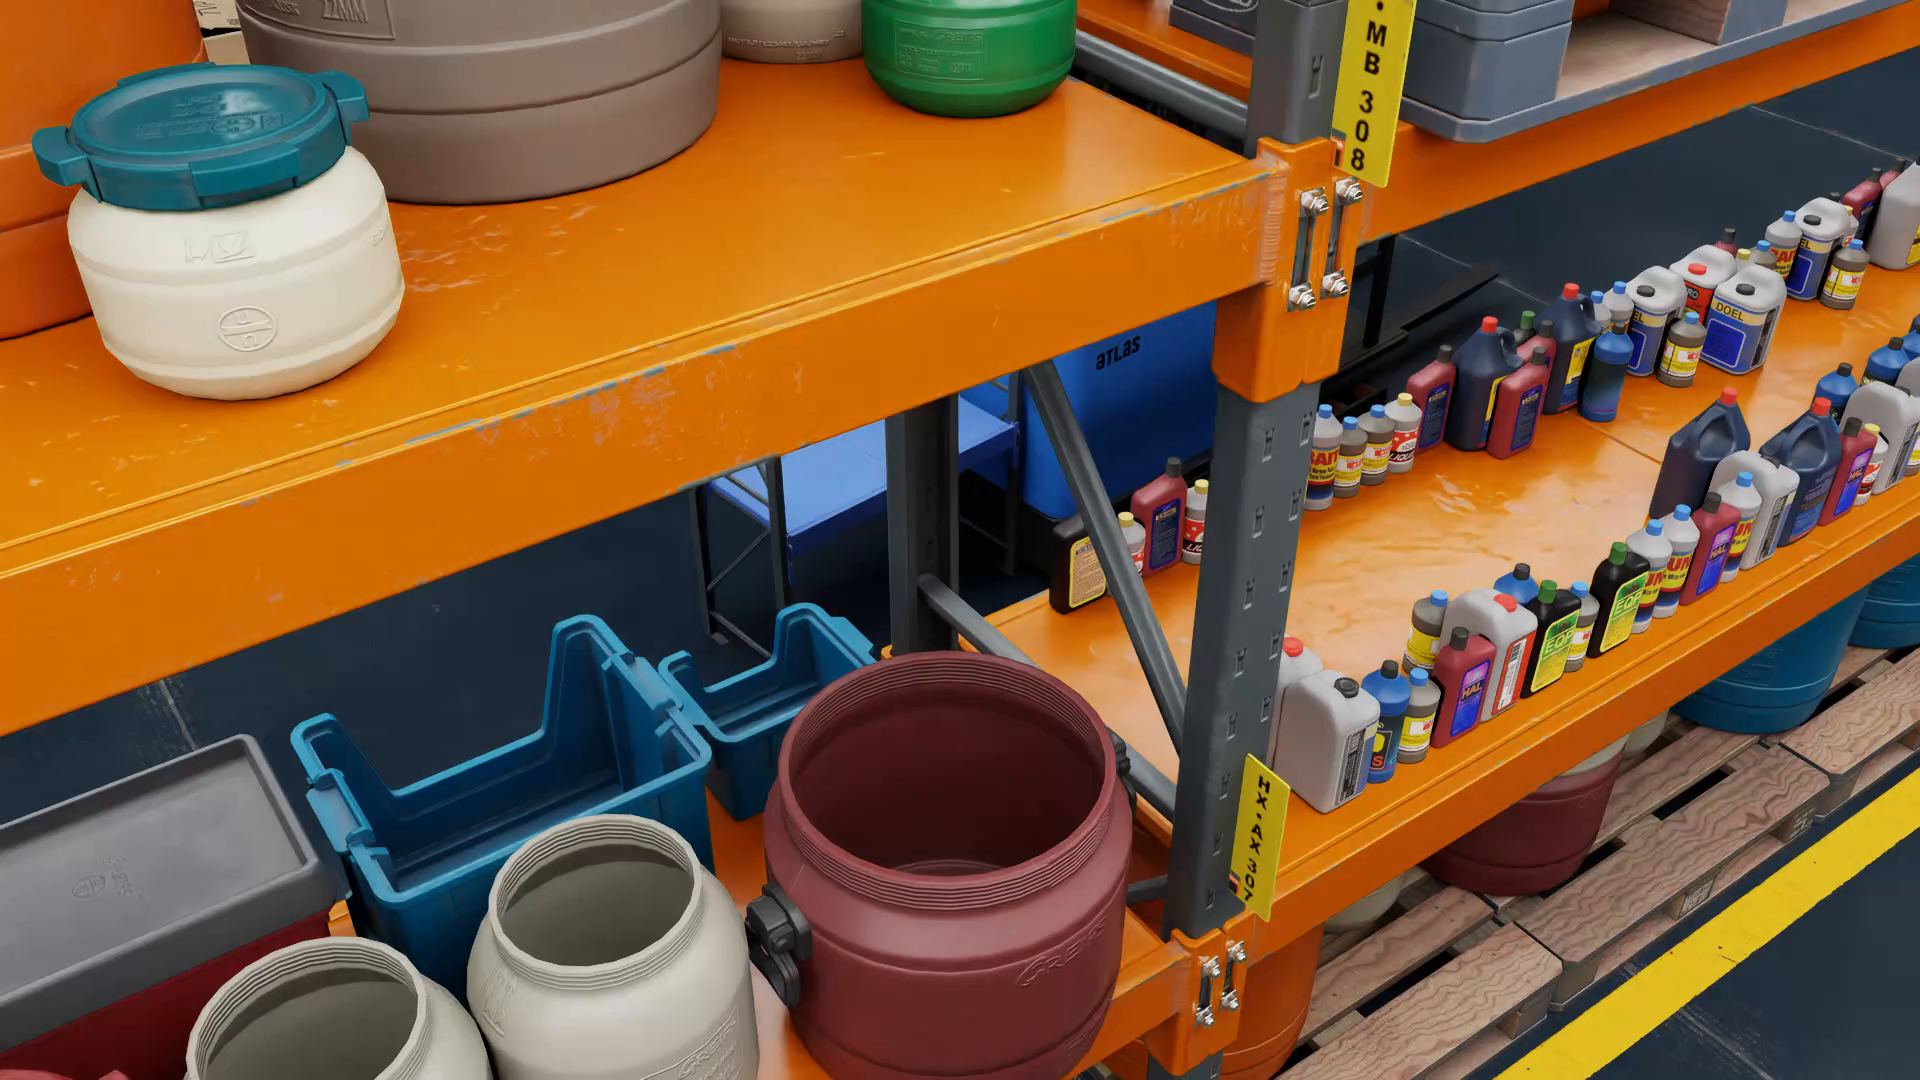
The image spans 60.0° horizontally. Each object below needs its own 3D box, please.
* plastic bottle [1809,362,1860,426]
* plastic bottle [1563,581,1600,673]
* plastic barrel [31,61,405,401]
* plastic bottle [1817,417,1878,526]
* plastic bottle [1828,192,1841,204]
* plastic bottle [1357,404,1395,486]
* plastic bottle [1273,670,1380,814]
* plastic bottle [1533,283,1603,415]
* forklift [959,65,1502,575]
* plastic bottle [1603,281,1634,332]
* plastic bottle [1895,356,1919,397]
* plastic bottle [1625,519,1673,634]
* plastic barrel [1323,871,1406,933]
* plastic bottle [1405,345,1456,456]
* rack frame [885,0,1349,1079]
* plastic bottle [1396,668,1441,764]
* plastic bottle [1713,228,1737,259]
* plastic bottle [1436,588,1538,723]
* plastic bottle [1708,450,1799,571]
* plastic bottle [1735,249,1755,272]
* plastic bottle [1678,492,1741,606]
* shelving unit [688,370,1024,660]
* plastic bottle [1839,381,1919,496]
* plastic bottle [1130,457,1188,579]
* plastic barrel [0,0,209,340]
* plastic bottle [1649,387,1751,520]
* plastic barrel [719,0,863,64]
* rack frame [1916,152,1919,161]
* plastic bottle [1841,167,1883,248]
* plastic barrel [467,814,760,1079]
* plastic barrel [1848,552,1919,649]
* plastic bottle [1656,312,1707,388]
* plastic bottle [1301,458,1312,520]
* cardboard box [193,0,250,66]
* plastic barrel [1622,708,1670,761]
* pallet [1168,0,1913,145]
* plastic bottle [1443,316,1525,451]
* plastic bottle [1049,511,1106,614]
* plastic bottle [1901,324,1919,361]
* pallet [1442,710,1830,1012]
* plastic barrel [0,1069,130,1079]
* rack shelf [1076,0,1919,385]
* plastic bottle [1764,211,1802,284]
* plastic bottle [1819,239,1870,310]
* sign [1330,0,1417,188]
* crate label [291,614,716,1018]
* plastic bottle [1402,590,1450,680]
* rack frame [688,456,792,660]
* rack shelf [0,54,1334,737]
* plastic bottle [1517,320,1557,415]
[{"bbox_3d":[2.221,-0.327,4.246,0.097,0.271,0.097,0,36,0],"label":"plastic bottle"},{"bbox_3d":[1.322,0.180,3.602,0.097,0.201,0.097,0,36,0],"label":"plastic bottle"},{"bbox_3d":[-0.720,-0.306,1.656,0.301,0.262,0.301,0,36,0],"label":"plastic barrel"},{"bbox_3d":[2.145,-0.179,4.030,0.133,0.283,0.061,-22,41,-28],"label":"plastic bottle"},{"bbox_3d":[2.636,-0.932,5.087,0.097,0.271,0.097,0,36,0],"label":"plastic bottle"},{"bbox_3d":[1.040,-0.247,4.194,0.097,0.201,0.097,0,36,0],"label":"plastic bottle"},{"bbox_3d":[0.724,0.376,3.265,0.135,0.276,0.152,-22,41,-28],"label":"plastic bottle"},{"bbox_3d":[1.618,-0.528,4.458,0.185,0.351,0.144,-22,41,-28],"label":"plastic bottle"},{"bbox_3d":[1.132,-1.794,6.235,3.031,2.935,1.130,-28,44,-33],"label":"forklift"},{"bbox_3d":[1.799,-0.587,4.608,0.097,0.271,0.097,0,36,0],"label":"plastic bottle"},{"bbox_3d":[2.497,-0.354,4.279,0.135,0.276,0.152,-22,41,-28],"label":"plastic bottle"},{"bbox_3d":[1.511,0.073,3.689,0.097,0.271,0.097,0,36,0],"label":"plastic bottle"},{"bbox_3d":[0.985,0.751,4.408,0.421,0.512,0.421,0,36,0],"label":"plastic barrel"},{"bbox_3d":[1.204,-0.360,4.282,0.133,0.283,0.061,-22,41,-28],"label":"plastic bottle"},{"bbox_3d":[0.185,0.317,3.241,0.127,3.000,1.000,-22,41,-28],"label":"rack frame"},{"bbox_3d":[0.915,0.347,3.368,0.097,0.201,0.097,0,36,0],"label":"plastic bottle"},{"bbox_3d":[2.183,-0.763,4.842,0.133,0.283,0.061,-22,41,-28],"label":"plastic bottle"},{"bbox_3d":[1.103,0.220,3.481,0.135,0.276,0.152,-22,41,-28],"label":"plastic bottle"},{"bbox_3d":[1.858,-0.091,3.914,0.135,0.276,0.152,-22,41,-28],"label":"plastic bottle"},{"bbox_3d":[2.288,-0.760,4.908,0.097,0.201,0.097,0,36,0],"label":"plastic bottle"},{"bbox_3d":[1.695,0.006,3.773,0.133,0.283,0.061,-22,41,-28],"label":"plastic bottle"},{"bbox_3d":[-0.339,-0.387,5.504,1.048,1.500,0.538,-28,44,-33],"label":"shelving unit"},{"bbox_3d":[2.308,-0.276,4.171,0.135,0.276,0.152,-22,41,-28],"label":"plastic bottle"},{"bbox_3d":[0.458,-0.053,3.855,0.133,0.283,0.061,-22,41,-28],"label":"plastic bottle"},{"bbox_3d":[-1.146,-0.683,1.694,0.708,0.830,0.600,-22,41,-28],"label":"plastic barrel"},{"bbox_3d":[1.793,-0.200,4.002,0.185,0.351,0.144,-22,41,-28],"label":"plastic bottle"},{"bbox_3d":[-0.246,-0.988,2.390,0.421,0.512,0.421,0,36,0],"label":"plastic barrel"},{"bbox_3d":[3.454,-1.029,5.112,0.127,3.000,1.000,-22,41,-28],"label":"rack frame"},{"bbox_3d":[2.800,-1.017,5.195,0.133,0.283,0.061,-22,41,-28],"label":"plastic bottle"},{"bbox_3d":[-0.533,0.719,2.585,0.421,0.512,0.421,0,36,0],"label":"plastic barrel"},{"bbox_3d":[3.000,-0.173,5.358,0.708,0.901,0.600,-22,41,-28],"label":"plastic barrel"},{"bbox_3d":[1.997,-0.532,4.590,0.097,0.201,0.097,0,36,0],"label":"plastic bottle"},{"bbox_3d":[0.802,-0.148,4.057,0.097,0.201,0.097,0,36,0],"label":"plastic bottle"},{"bbox_3d":[-2.988,-1.911,6.415,0.500,0.311,0.500,-20,40,-25],"label":"cardboard box"},{"bbox_3d":[1.908,0.371,4.936,0.421,0.512,0.421,0,36,0],"label":"plastic barrel"},{"bbox_3d":[0.866,-1.035,2.713,1.213,0.211,1.003,-22,41,-28],"label":"pallet"},{"bbox_3d":[1.358,-0.421,4.309,0.185,0.351,0.144,-22,41,-28],"label":"plastic bottle"},{"bbox_3d":[0.269,0.024,3.747,0.133,0.283,0.061,-22,41,-28],"label":"plastic bottle"},{"bbox_3d":[2.520,-0.451,4.418,0.097,0.271,0.097,0,36,0],"label":"plastic bottle"},{"bbox_3d":[1.801,0.756,5.019,1.213,0.211,1.003,-22,41,-28],"label":"pallet"},{"bbox_3d":[-1.223,0.997,2.178,0.433,0.535,0.433,0,36,0],"label":"plastic barrel"},{"bbox_3d":[1.819,-1.282,3.510,4.000,0.370,1.077,-22,41,-28],"label":"rack shelf"},{"bbox_3d":[2.447,-0.854,4.978,0.097,0.271,0.097,0,36,0],"label":"plastic bottle"},{"bbox_3d":[2.644,-0.798,4.961,0.097,0.201,0.097,0,36,0],"label":"plastic bottle"},{"bbox_3d":[0.507,-0.599,2.034,0.005,0.325,0.100,-22,41,-28],"label":"sign"},{"bbox_3d":[-0.783,0.507,2.945,0.616,0.435,0.502,-22,41,-28],"label":"crate label"},{"bbox_3d":[1.016,0.197,3.577,0.097,0.201,0.097,0,36,0],"label":"plastic bottle"},{"bbox_3d":[-0.714,-0.187,5.225,0.032,1.500,0.500,-28,44,-33],"label":"rack frame"},{"bbox_3d":[-1.450,0.064,1.640,4.000,0.370,1.077,-22,41,-28],"label":"rack shelf"},{"bbox_3d":[1.499,-0.438,4.390,0.133,0.283,0.061,-22,41,-28],"label":"plastic bottle"}]
